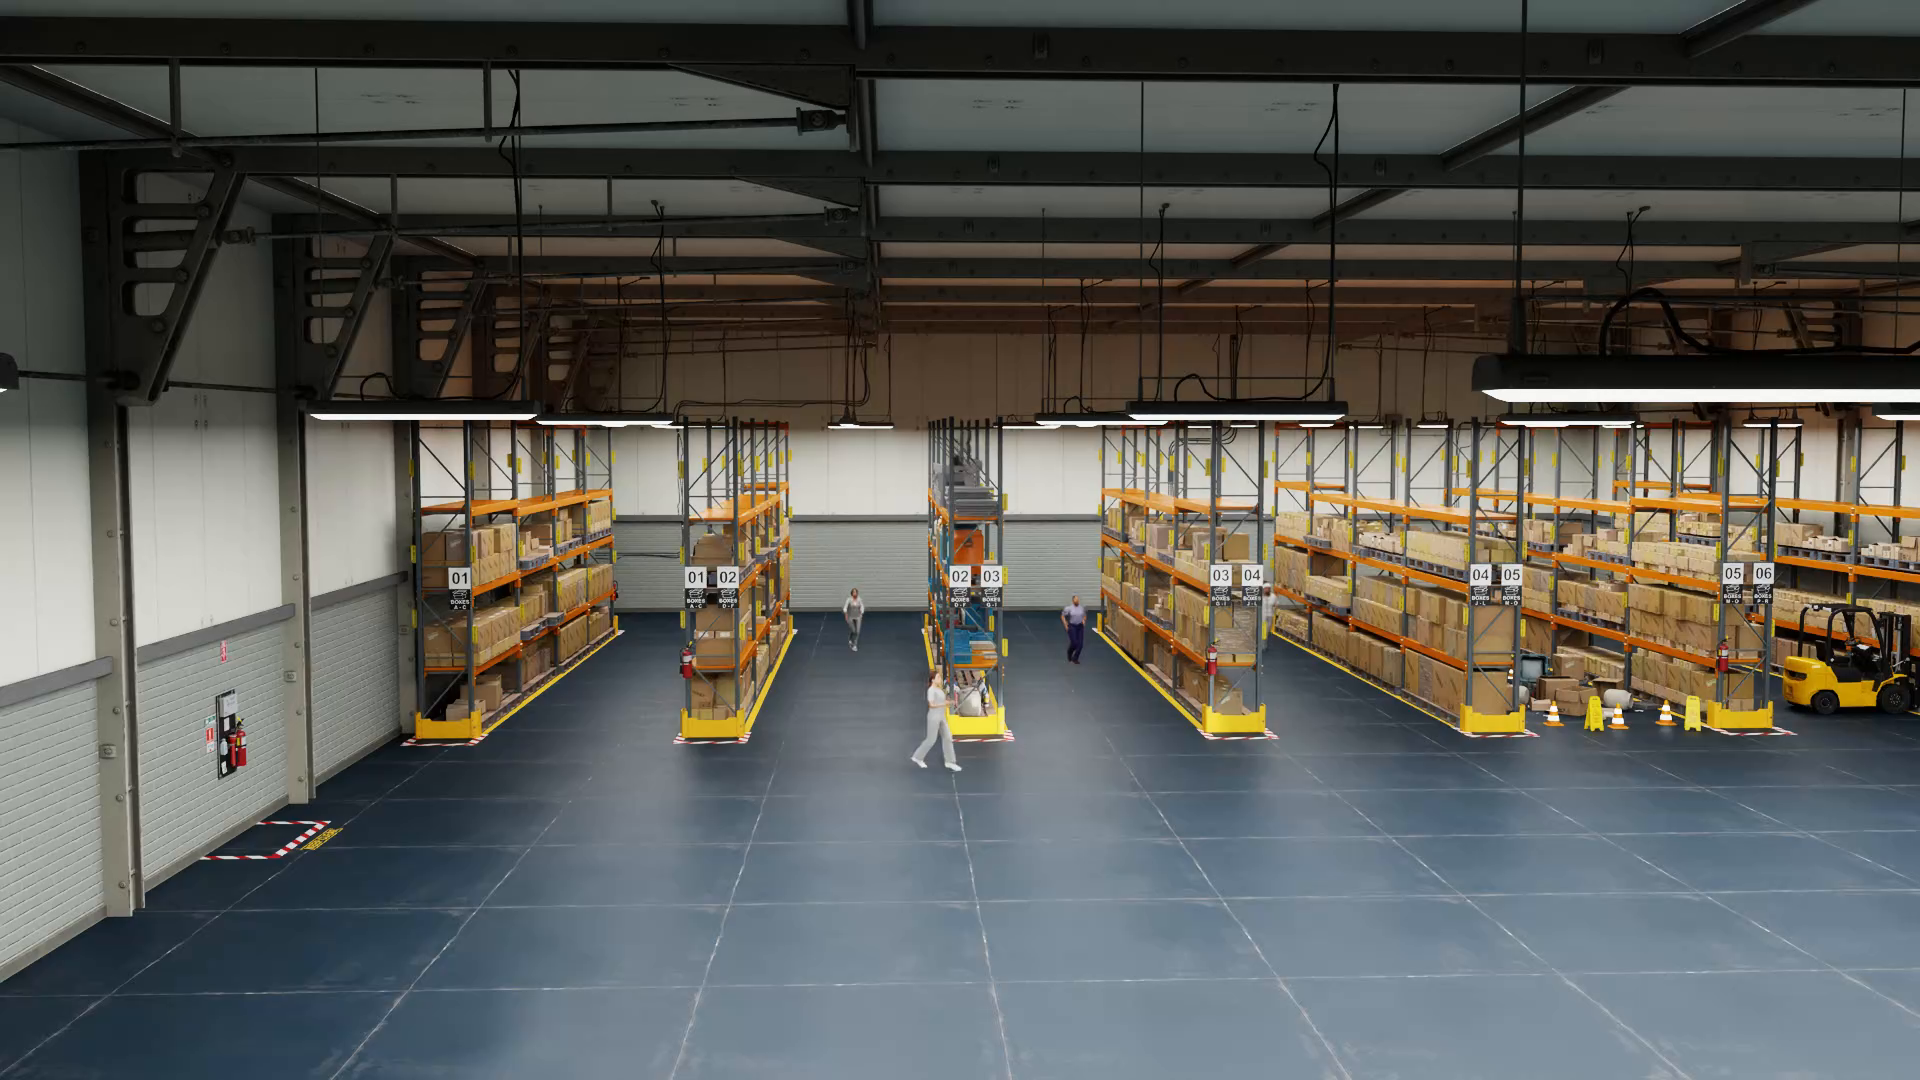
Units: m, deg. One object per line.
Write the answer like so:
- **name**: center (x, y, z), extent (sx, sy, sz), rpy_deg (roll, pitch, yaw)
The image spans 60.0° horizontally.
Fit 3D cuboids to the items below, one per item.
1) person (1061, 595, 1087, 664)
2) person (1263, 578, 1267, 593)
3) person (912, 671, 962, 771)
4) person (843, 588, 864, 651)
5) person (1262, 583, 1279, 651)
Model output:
- **person**: center (2.715, 2.098, 38.882), extent (0.607, 1.615, 0.503), rpy_deg (-1, 4, -18)
- **person**: center (8.782, 1.658, 49.045), extent (1.073, 1.711, 0.769), rpy_deg (0, 4, -7)
- **person**: center (-0.397, 3.030, 27.957), extent (0.881, 1.682, 0.559), rpy_deg (2, 4, 23)
- **person**: center (-2.631, 1.966, 41.329), extent (0.521, 1.559, 0.507), rpy_deg (-1, 4, -16)
- **person**: center (7.984, 2.007, 43.381), extent (0.660, 1.790, 0.800), rpy_deg (0, 4, -6)
